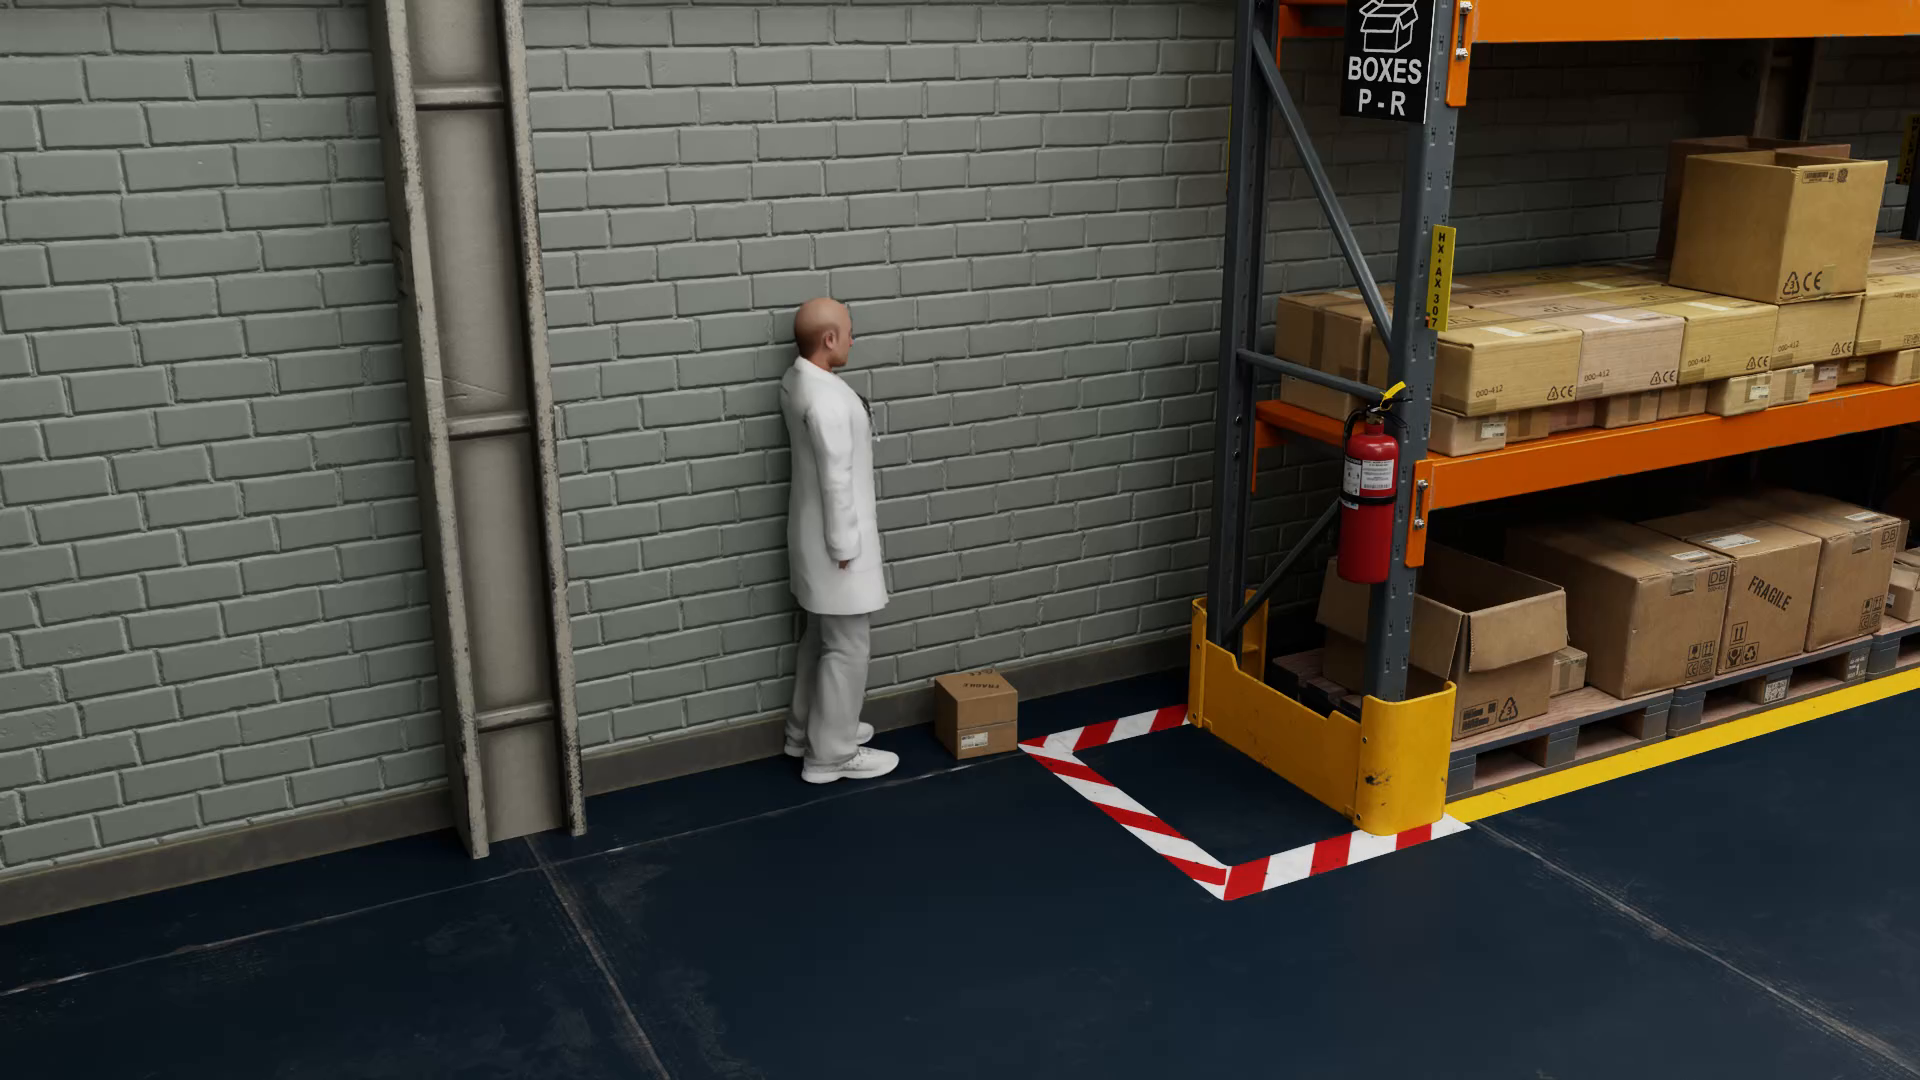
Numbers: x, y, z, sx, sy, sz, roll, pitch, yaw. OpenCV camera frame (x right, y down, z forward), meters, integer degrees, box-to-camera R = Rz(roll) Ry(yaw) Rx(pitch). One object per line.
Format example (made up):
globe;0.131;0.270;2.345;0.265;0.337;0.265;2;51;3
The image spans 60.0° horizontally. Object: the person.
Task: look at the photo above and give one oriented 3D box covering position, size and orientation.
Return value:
person;-0.466;-0.005;6.102;0.381;1.776;0.562;-7;19;-19
